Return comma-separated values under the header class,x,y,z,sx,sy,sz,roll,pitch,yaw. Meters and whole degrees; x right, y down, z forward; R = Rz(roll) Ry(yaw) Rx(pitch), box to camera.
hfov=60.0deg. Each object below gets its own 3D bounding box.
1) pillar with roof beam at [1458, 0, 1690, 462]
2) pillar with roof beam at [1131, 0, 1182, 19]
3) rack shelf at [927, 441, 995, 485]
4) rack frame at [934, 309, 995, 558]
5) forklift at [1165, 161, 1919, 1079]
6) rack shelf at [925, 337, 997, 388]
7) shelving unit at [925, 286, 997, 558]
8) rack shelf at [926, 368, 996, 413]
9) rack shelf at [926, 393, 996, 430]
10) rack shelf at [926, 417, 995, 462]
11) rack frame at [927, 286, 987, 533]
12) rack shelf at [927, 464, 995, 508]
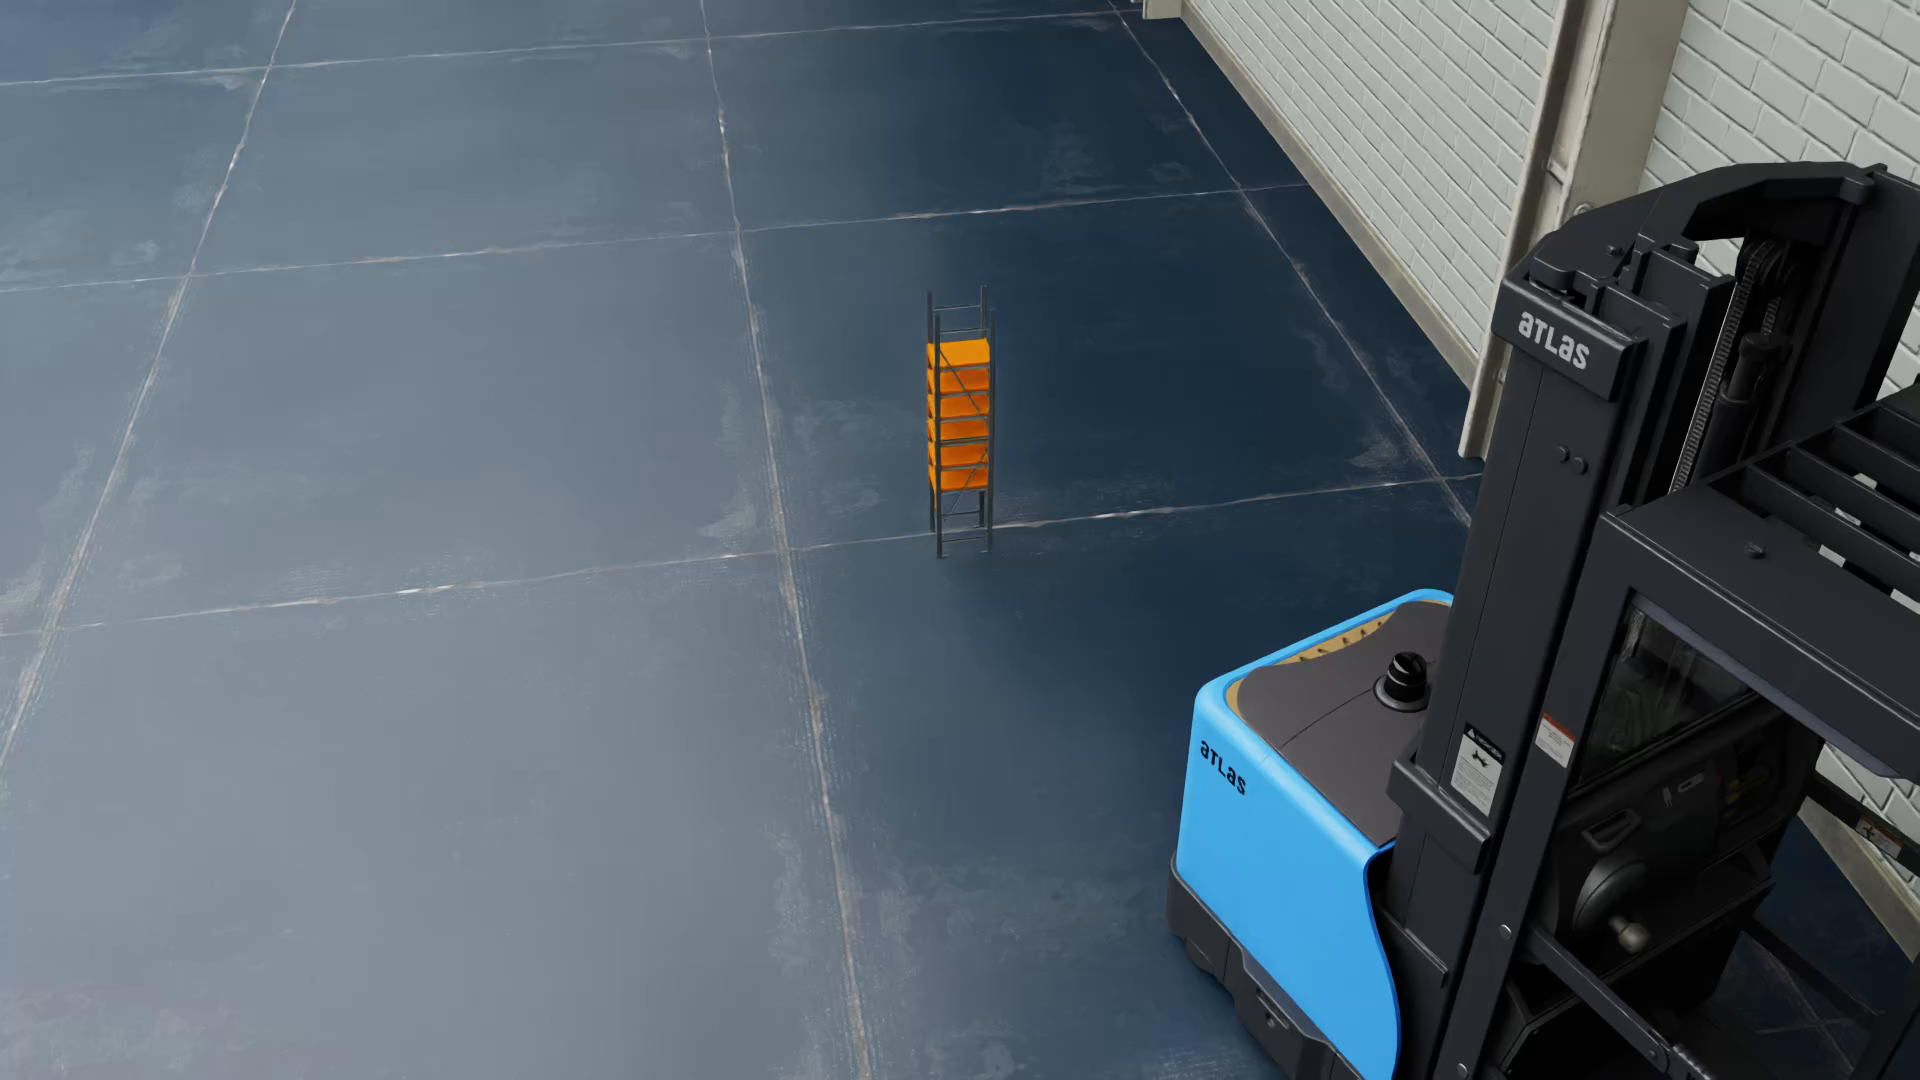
class,x,y,z,sx,sy,sz,roll,pitch,yaw
pillar with roof beam,-1.723,-3.404,4.297,9.100,9.000,0.400,-6,38,-8
pillar with roof beam,-2.775,-7.028,8.962,9.100,9.000,0.400,-6,38,-8
rack shelf,0.003,-0.335,6.972,0.258,0.103,0.180,-6,38,-8
rack frame,0.019,-0.410,6.800,0.240,1.200,0.006,-6,38,-8
forklift,1.874,0.750,3.895,1.130,2.935,3.031,-20,42,-24
rack shelf,0.003,-0.714,6.677,0.258,0.103,0.180,-6,38,-8
shelving unit,0.003,-0.465,6.871,0.258,1.200,0.189,-6,38,-8
rack shelf,0.003,-0.620,6.751,0.258,0.103,0.180,-6,38,-8
rack shelf,0.003,-0.525,6.824,0.258,0.103,0.180,-6,38,-8
rack shelf,0.003,-0.430,6.898,0.258,0.103,0.180,-6,38,-8
rack frame,-0.014,-0.520,6.942,0.240,1.200,0.006,-6,38,-8
rack shelf,0.003,-0.240,7.045,0.258,0.103,0.180,-6,38,-8
